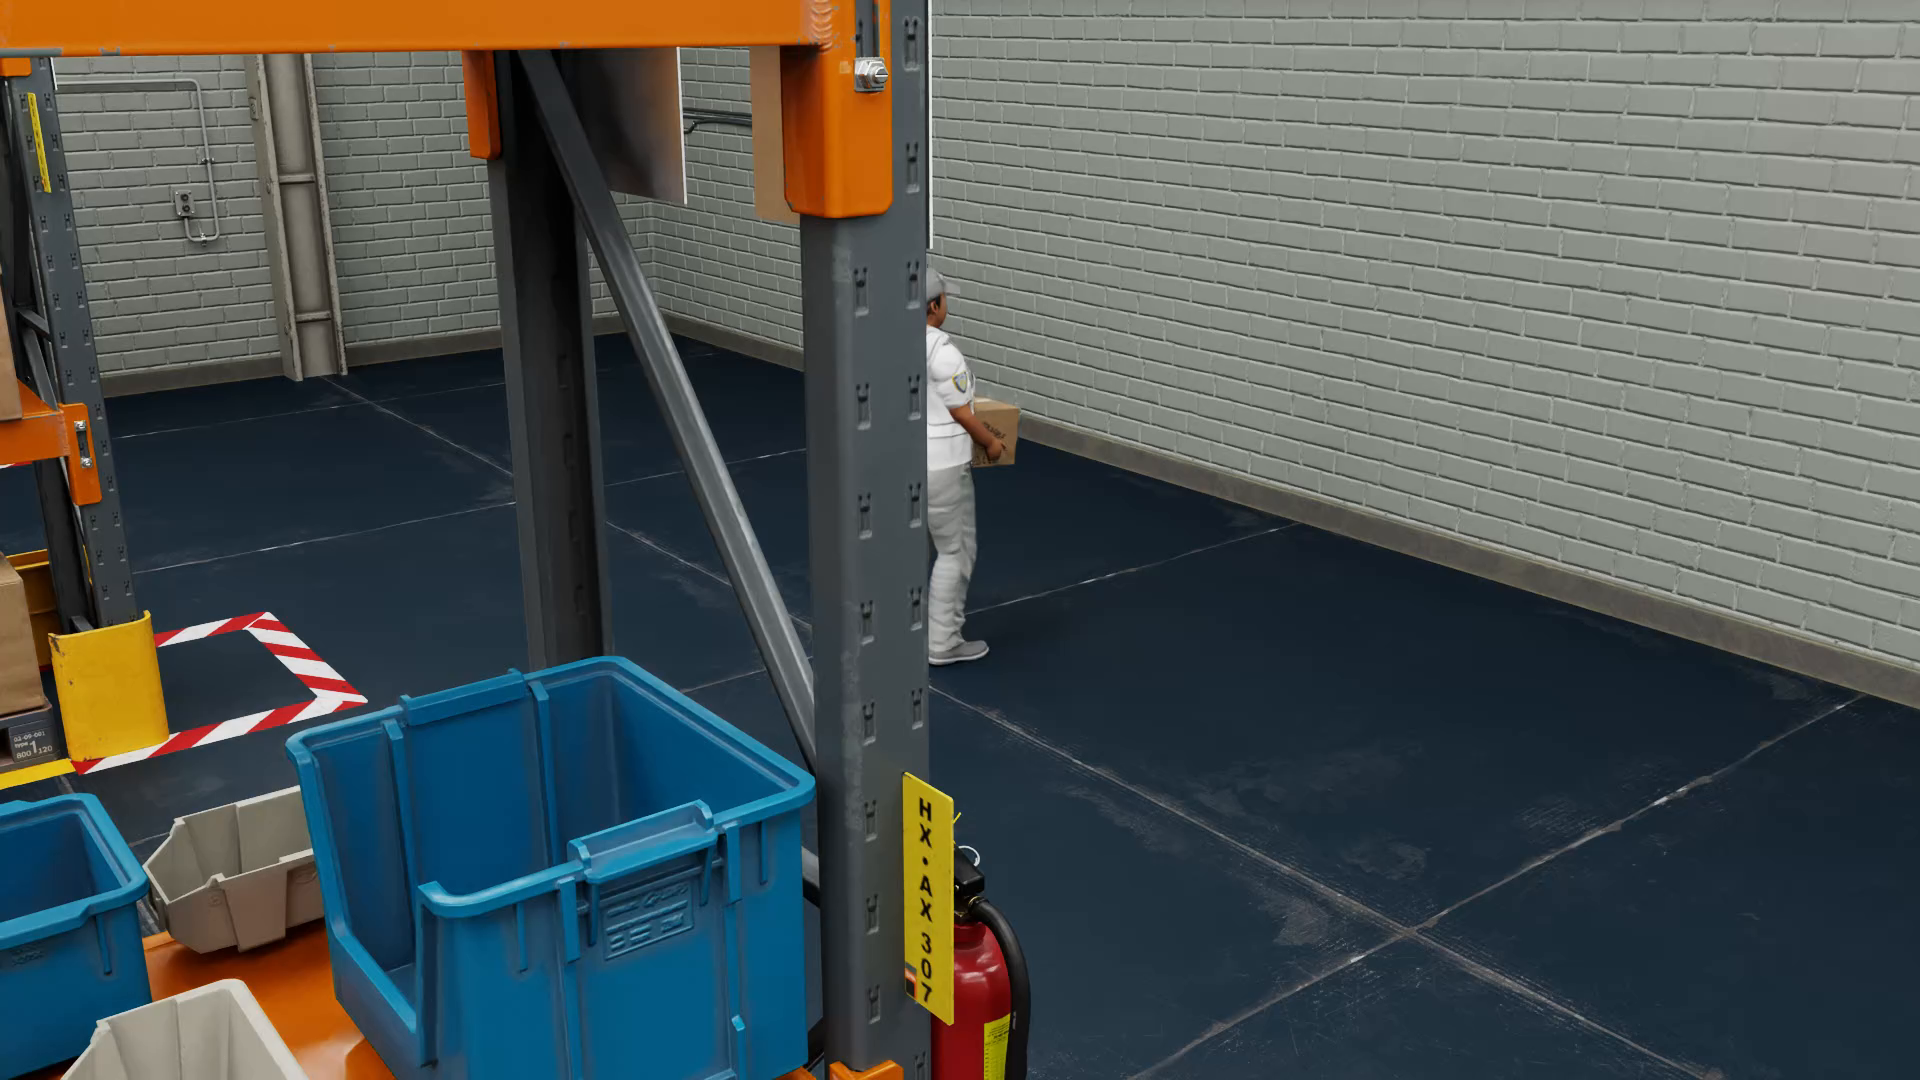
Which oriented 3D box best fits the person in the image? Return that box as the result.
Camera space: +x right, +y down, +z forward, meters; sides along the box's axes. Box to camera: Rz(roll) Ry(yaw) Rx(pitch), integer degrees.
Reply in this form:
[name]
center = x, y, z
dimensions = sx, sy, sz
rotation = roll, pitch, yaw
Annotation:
[person]
center = -0.088, -0.325, 7.049
dimensions = 0.523, 1.668, 0.480
rotation = -14, 22, -37
